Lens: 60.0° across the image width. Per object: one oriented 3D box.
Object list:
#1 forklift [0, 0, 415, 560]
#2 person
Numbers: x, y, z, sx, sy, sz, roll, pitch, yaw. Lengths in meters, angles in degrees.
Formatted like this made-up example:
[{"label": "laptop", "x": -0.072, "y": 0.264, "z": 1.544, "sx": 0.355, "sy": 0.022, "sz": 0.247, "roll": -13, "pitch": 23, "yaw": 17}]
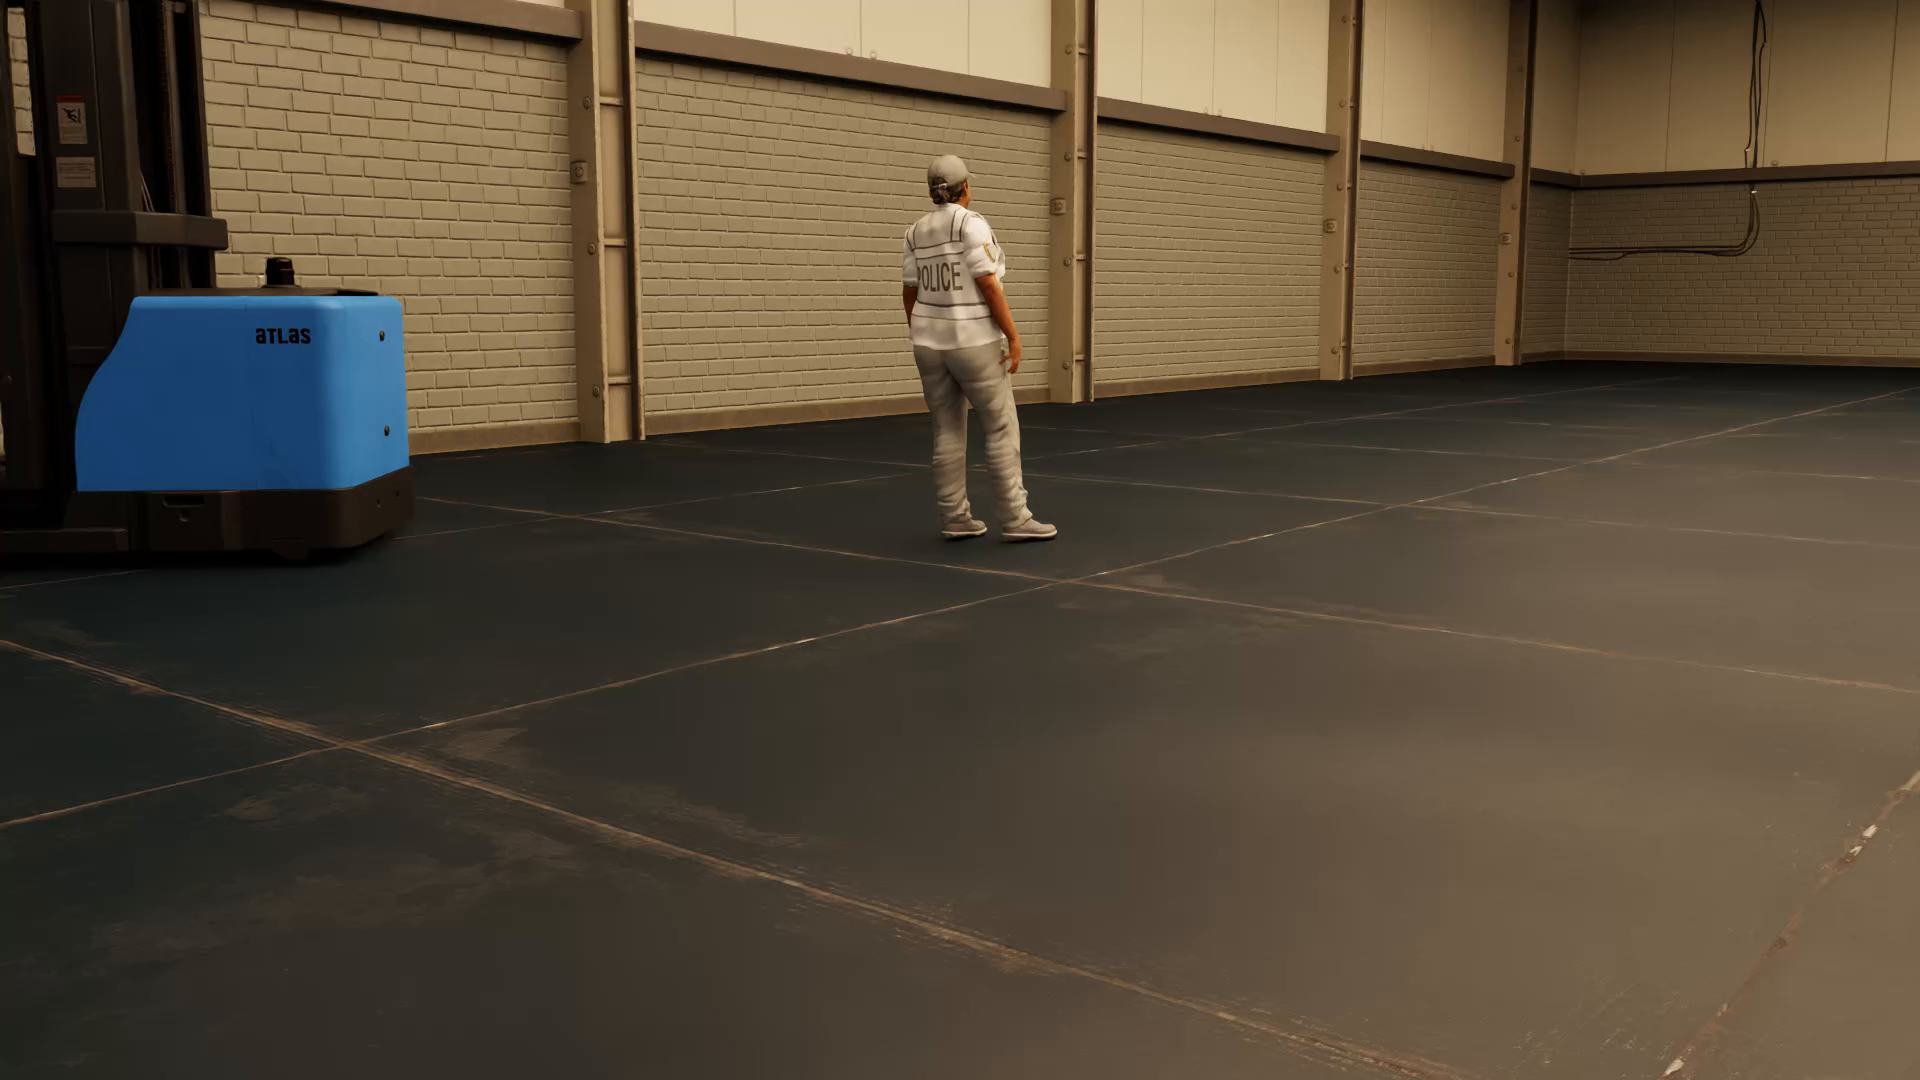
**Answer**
[{"label": "forklift", "x": -3.976, "y": -1.405, "z": 6.882, "sx": 3.031, "sy": 2.935, "sz": 1.130, "roll": -1, "pitch": 8, "yaw": -4}, {"label": "person", "x": 0.066, "y": -0.839, "z": 7.328, "sx": 0.598, "sy": 1.670, "sz": 0.529, "roll": 7, "pitch": 11, "yaw": 38}]
